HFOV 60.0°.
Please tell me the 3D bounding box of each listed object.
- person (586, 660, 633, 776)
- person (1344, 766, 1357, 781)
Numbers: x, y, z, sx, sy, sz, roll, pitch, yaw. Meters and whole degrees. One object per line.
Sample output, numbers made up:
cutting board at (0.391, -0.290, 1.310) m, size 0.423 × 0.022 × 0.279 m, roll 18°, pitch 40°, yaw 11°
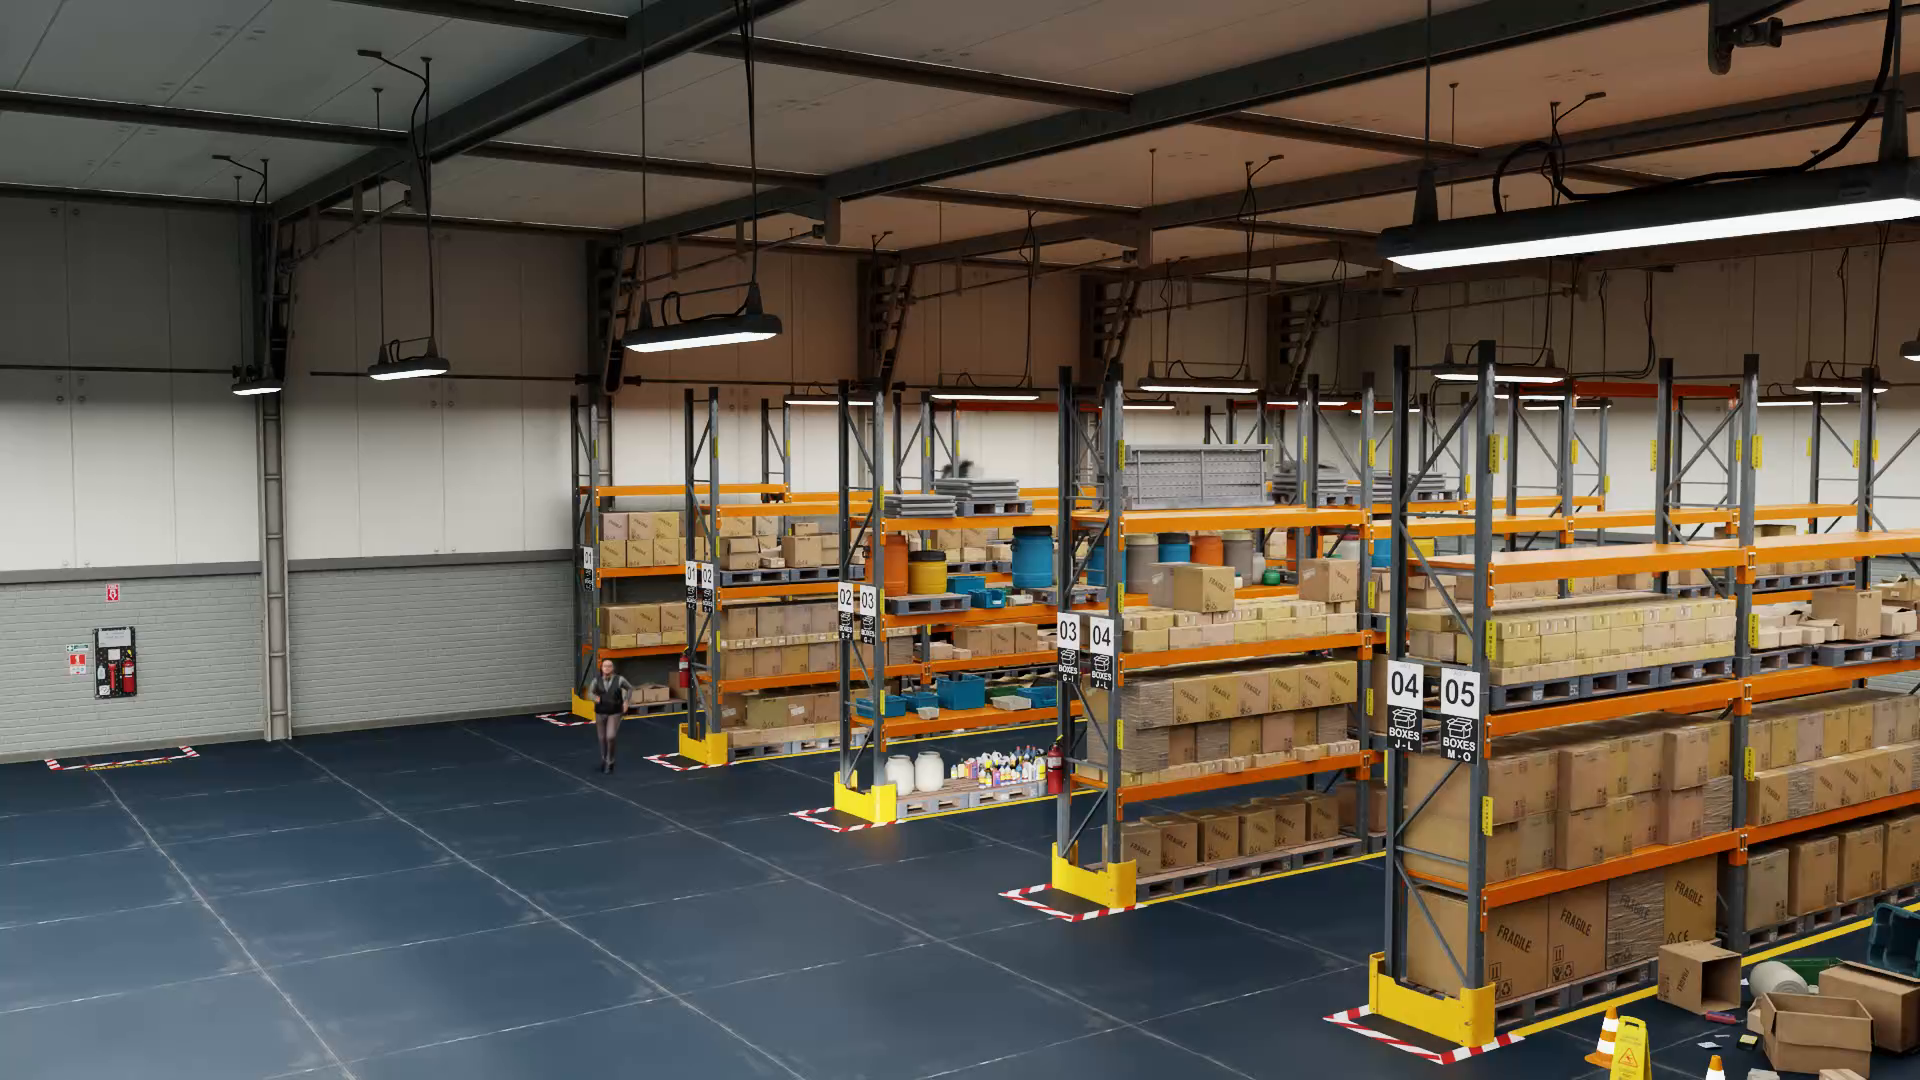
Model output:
person at (-5.470, 2.752, 25.869) m, size 0.658 × 1.780 × 0.724 m, roll 0°, pitch 3°, yaw 3°
person at (5.620, 2.832, 24.036) m, size 0.581 × 1.741 × 0.643 m, roll -3°, pitch 4°, yaw -38°
